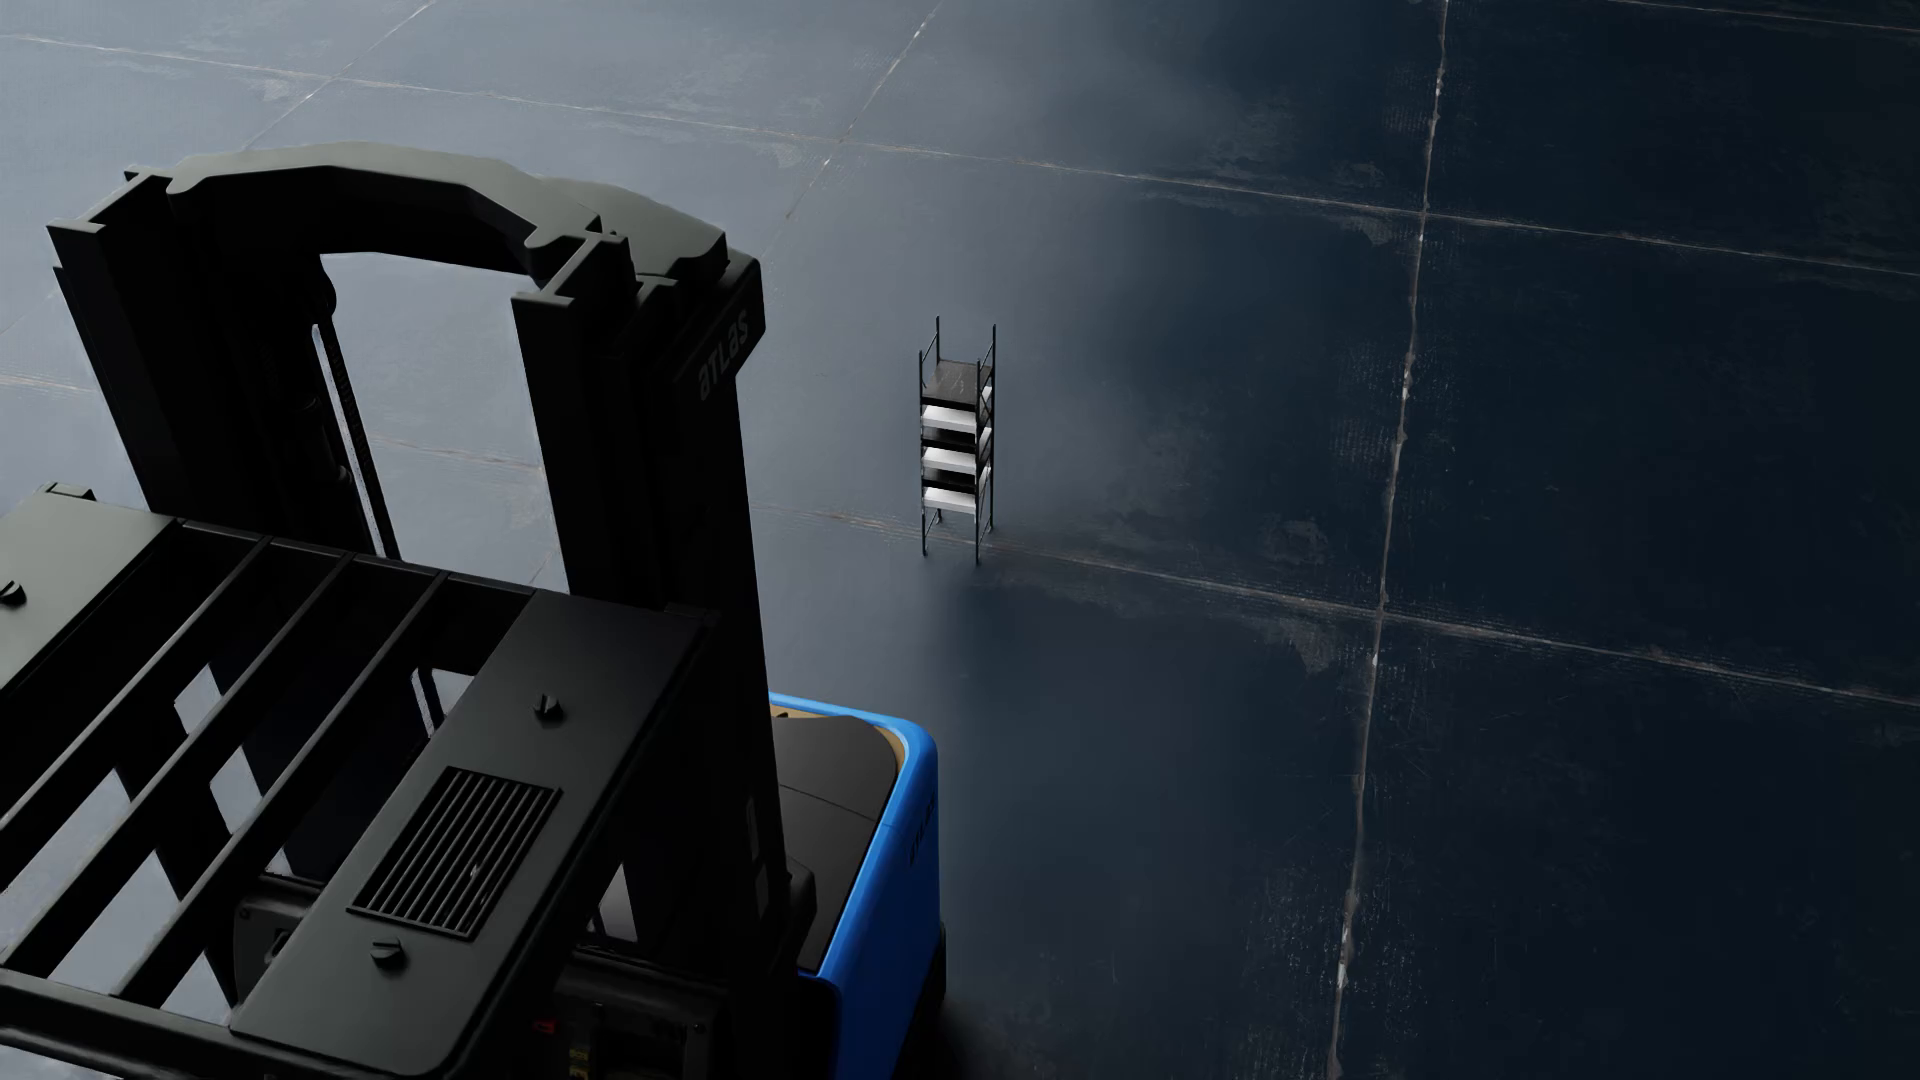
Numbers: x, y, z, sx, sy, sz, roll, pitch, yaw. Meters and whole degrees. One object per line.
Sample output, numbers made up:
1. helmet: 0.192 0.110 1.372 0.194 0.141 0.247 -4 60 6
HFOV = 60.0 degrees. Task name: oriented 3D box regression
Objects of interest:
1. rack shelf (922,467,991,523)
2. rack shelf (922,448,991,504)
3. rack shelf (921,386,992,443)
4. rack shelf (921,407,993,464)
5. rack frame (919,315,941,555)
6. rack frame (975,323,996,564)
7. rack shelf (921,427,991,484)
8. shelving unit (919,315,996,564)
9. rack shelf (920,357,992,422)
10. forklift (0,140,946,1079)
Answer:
1. rack shelf: -0.008 -0.183 6.099 0.200 0.077 0.258 10 41 11
2. rack shelf: -0.008 -0.252 6.042 0.200 0.077 0.258 10 41 11
3. rack shelf: -0.008 -0.458 5.868 0.200 0.077 0.258 10 41 11
4. rack shelf: -0.008 -0.389 5.926 0.200 0.077 0.258 10 41 11
5. rack frame: -0.106 -0.363 5.982 0.006 0.900 0.240 10 41 11
6. rack frame: 0.090 -0.329 5.942 0.006 0.900 0.240 10 41 11
7. rack shelf: -0.008 -0.320 5.984 0.200 0.077 0.258 10 41 11
8. shelving unit: -0.008 -0.346 5.962 0.210 0.900 0.258 10 41 11
9. rack shelf: -0.008 -0.527 5.810 0.200 0.077 0.258 10 41 11
10. forklift: -0.928 0.979 2.805 1.130 2.935 3.031 10 41 12
